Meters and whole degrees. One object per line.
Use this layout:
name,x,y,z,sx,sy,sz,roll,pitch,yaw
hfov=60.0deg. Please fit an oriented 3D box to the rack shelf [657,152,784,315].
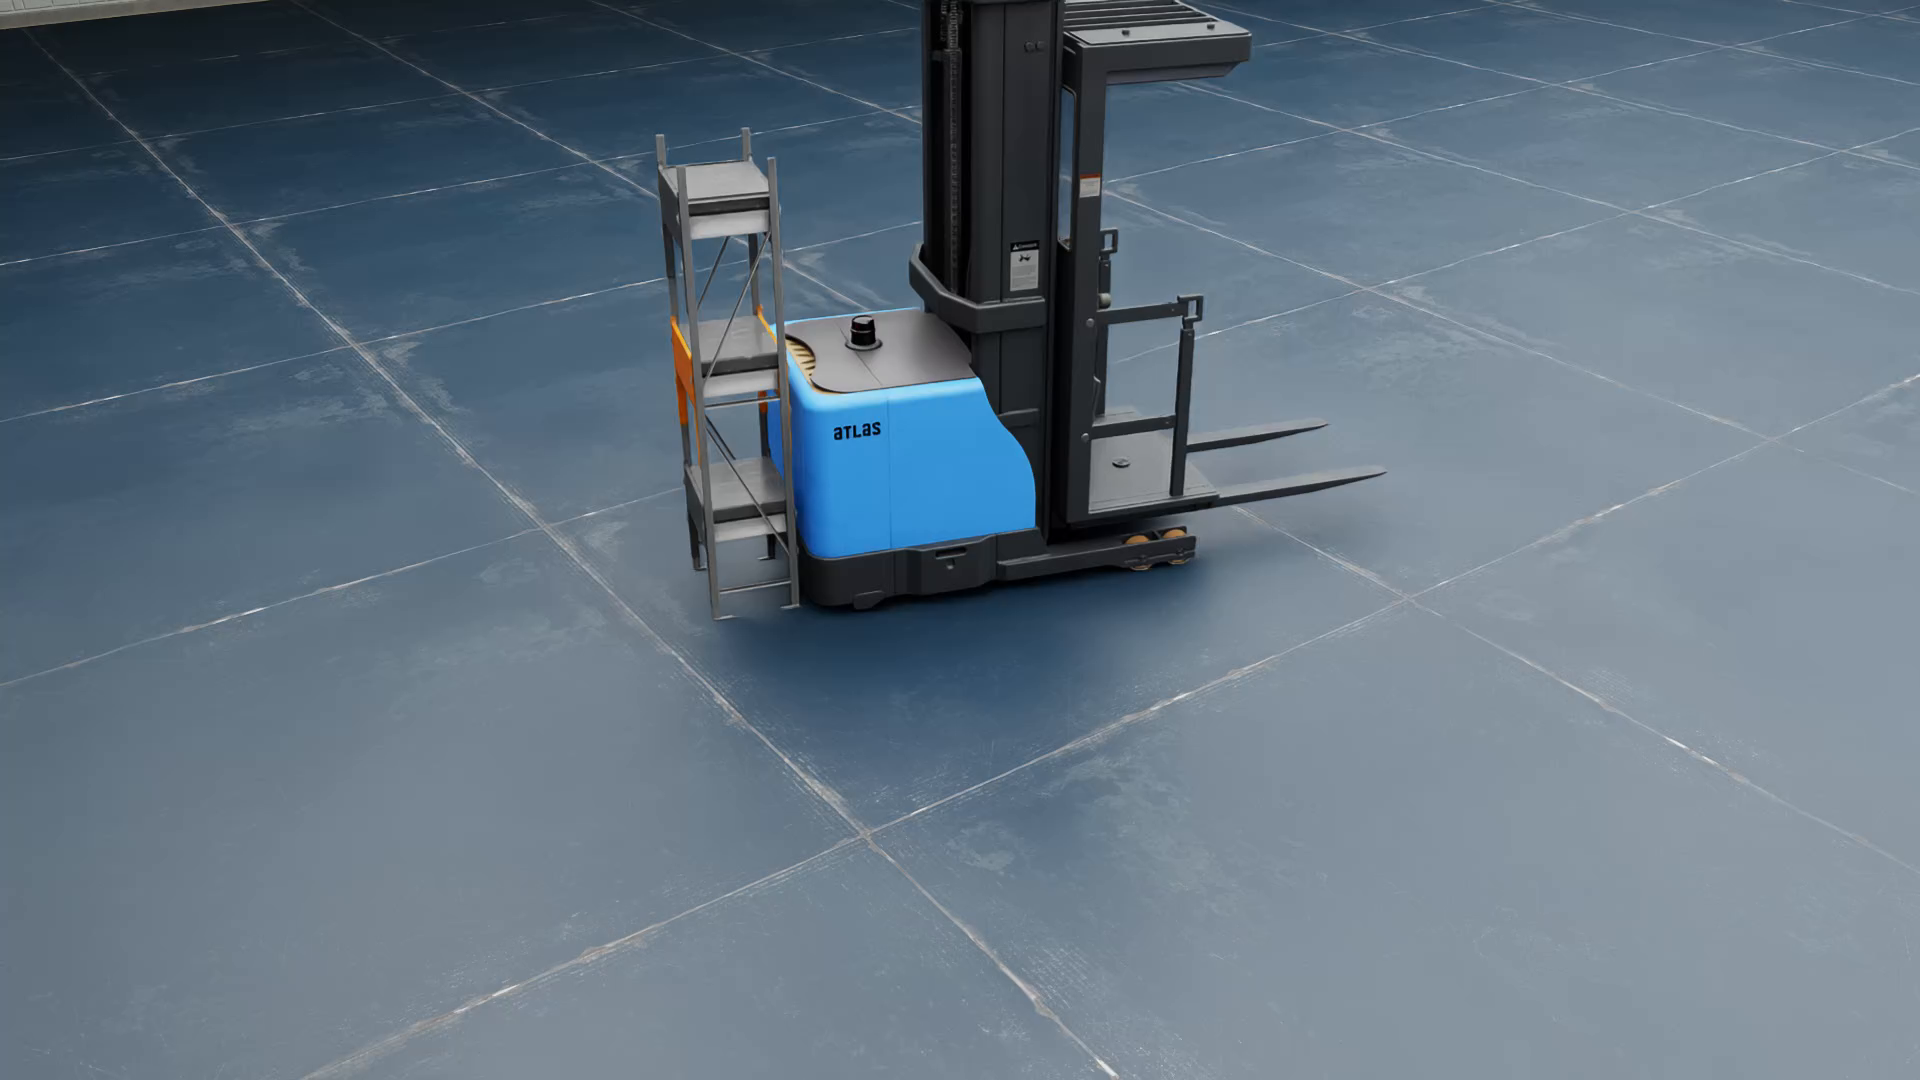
rack shelf,-1.009,-1.297,7.001,0.431,0.518,0.480,-9,30,-16

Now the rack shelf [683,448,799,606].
rack shelf,-1.009,-0.067,7.669,0.431,0.518,0.480,-9,30,-16

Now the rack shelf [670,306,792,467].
rack shelf,-1.009,-0.682,7.335,0.431,0.518,0.480,-9,30,-16

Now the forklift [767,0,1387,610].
forklift,0.624,-1.371,7.703,3.031,2.935,1.130,-9,30,-16

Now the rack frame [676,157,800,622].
rack frame,-0.931,-0.584,7.125,0.400,2.100,0.015,-9,30,-16

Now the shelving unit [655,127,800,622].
shelving unit,-1.009,-0.694,7.328,0.431,2.100,0.503,-9,30,-16

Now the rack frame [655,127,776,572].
rack frame,-1.087,-0.805,7.531,0.400,2.100,0.015,-9,30,-16
